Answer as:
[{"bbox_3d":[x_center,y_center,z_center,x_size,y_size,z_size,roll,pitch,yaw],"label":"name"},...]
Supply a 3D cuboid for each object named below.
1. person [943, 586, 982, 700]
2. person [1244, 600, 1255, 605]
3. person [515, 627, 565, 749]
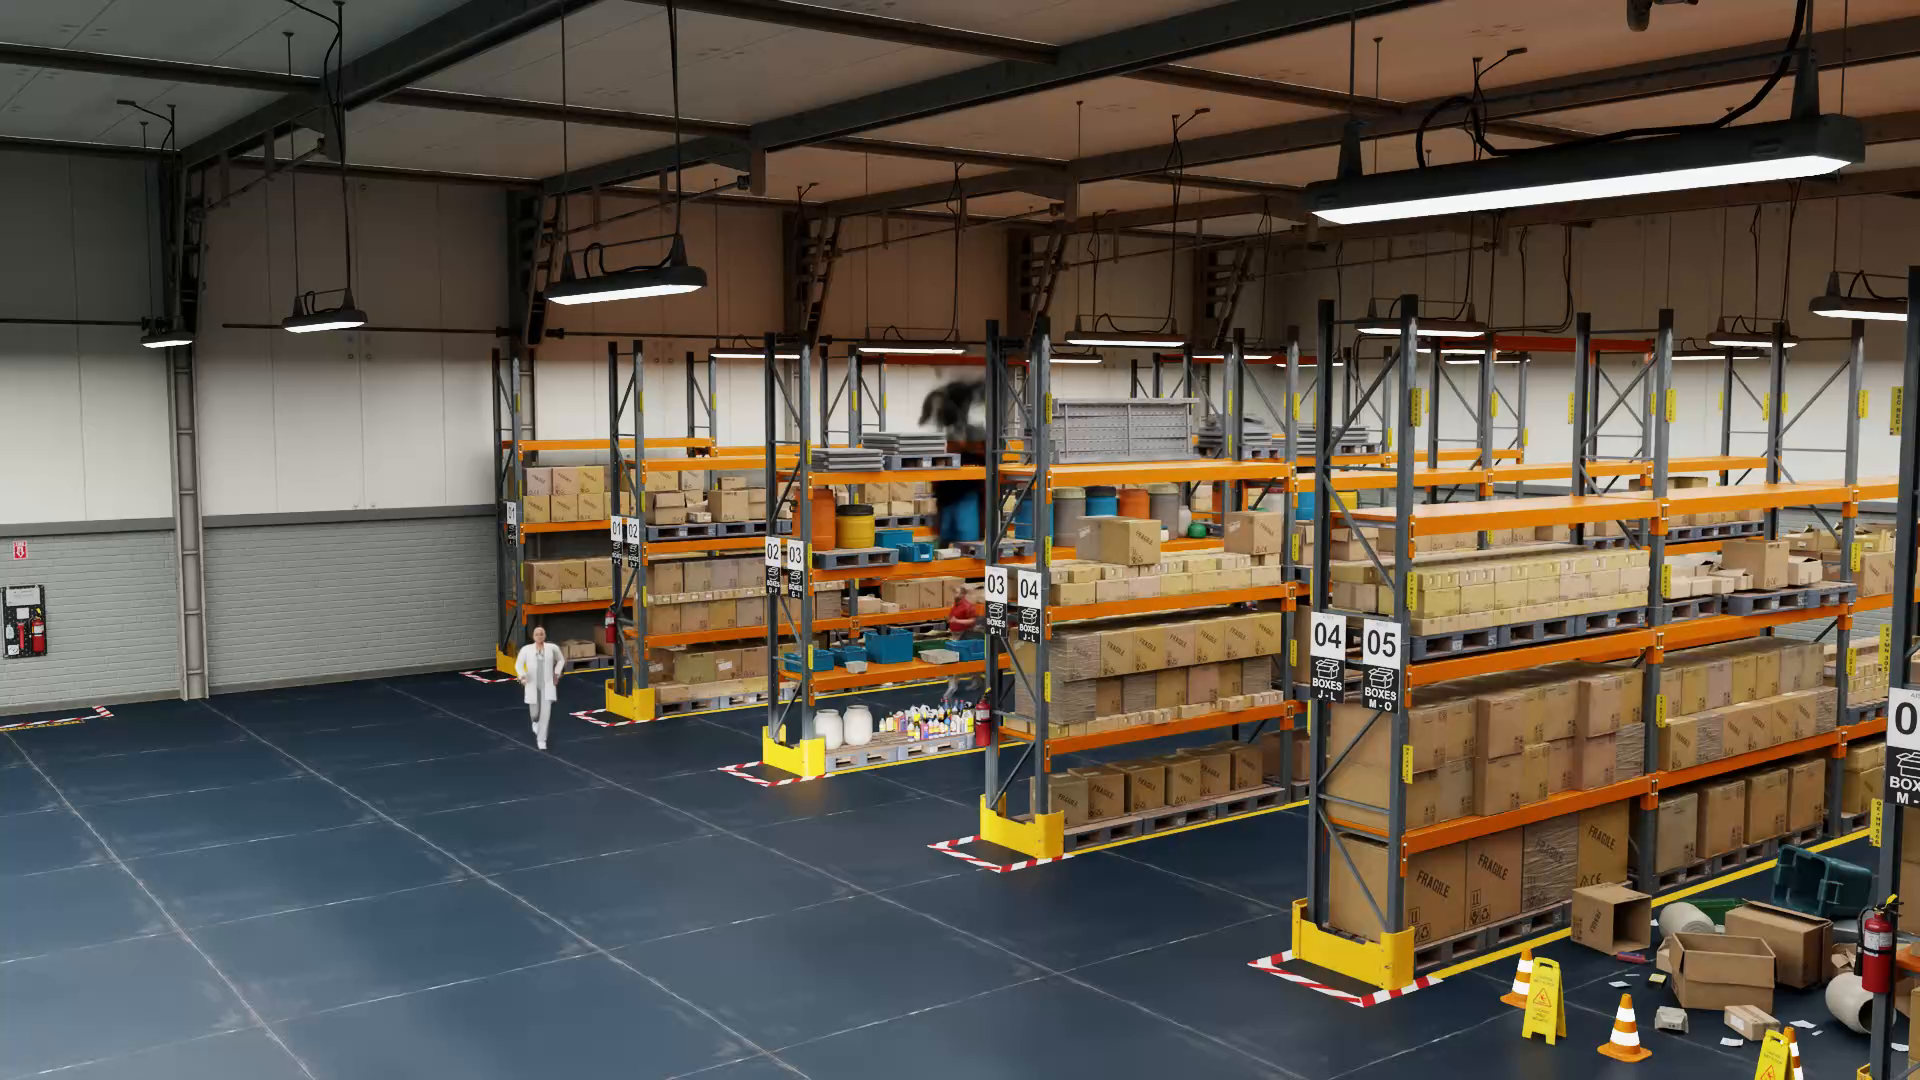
[{"bbox_3d":[0.053,1.673,27.088,0.770,1.846,0.626,-4,6,-39],"label":"person"},{"bbox_3d":[5.800,1.477,32.608,0.542,1.664,0.625,-4,7,-40],"label":"person"},{"bbox_3d":[-6.173,2.159,24.485,0.715,1.744,0.857,-1,5,-15],"label":"person"}]
